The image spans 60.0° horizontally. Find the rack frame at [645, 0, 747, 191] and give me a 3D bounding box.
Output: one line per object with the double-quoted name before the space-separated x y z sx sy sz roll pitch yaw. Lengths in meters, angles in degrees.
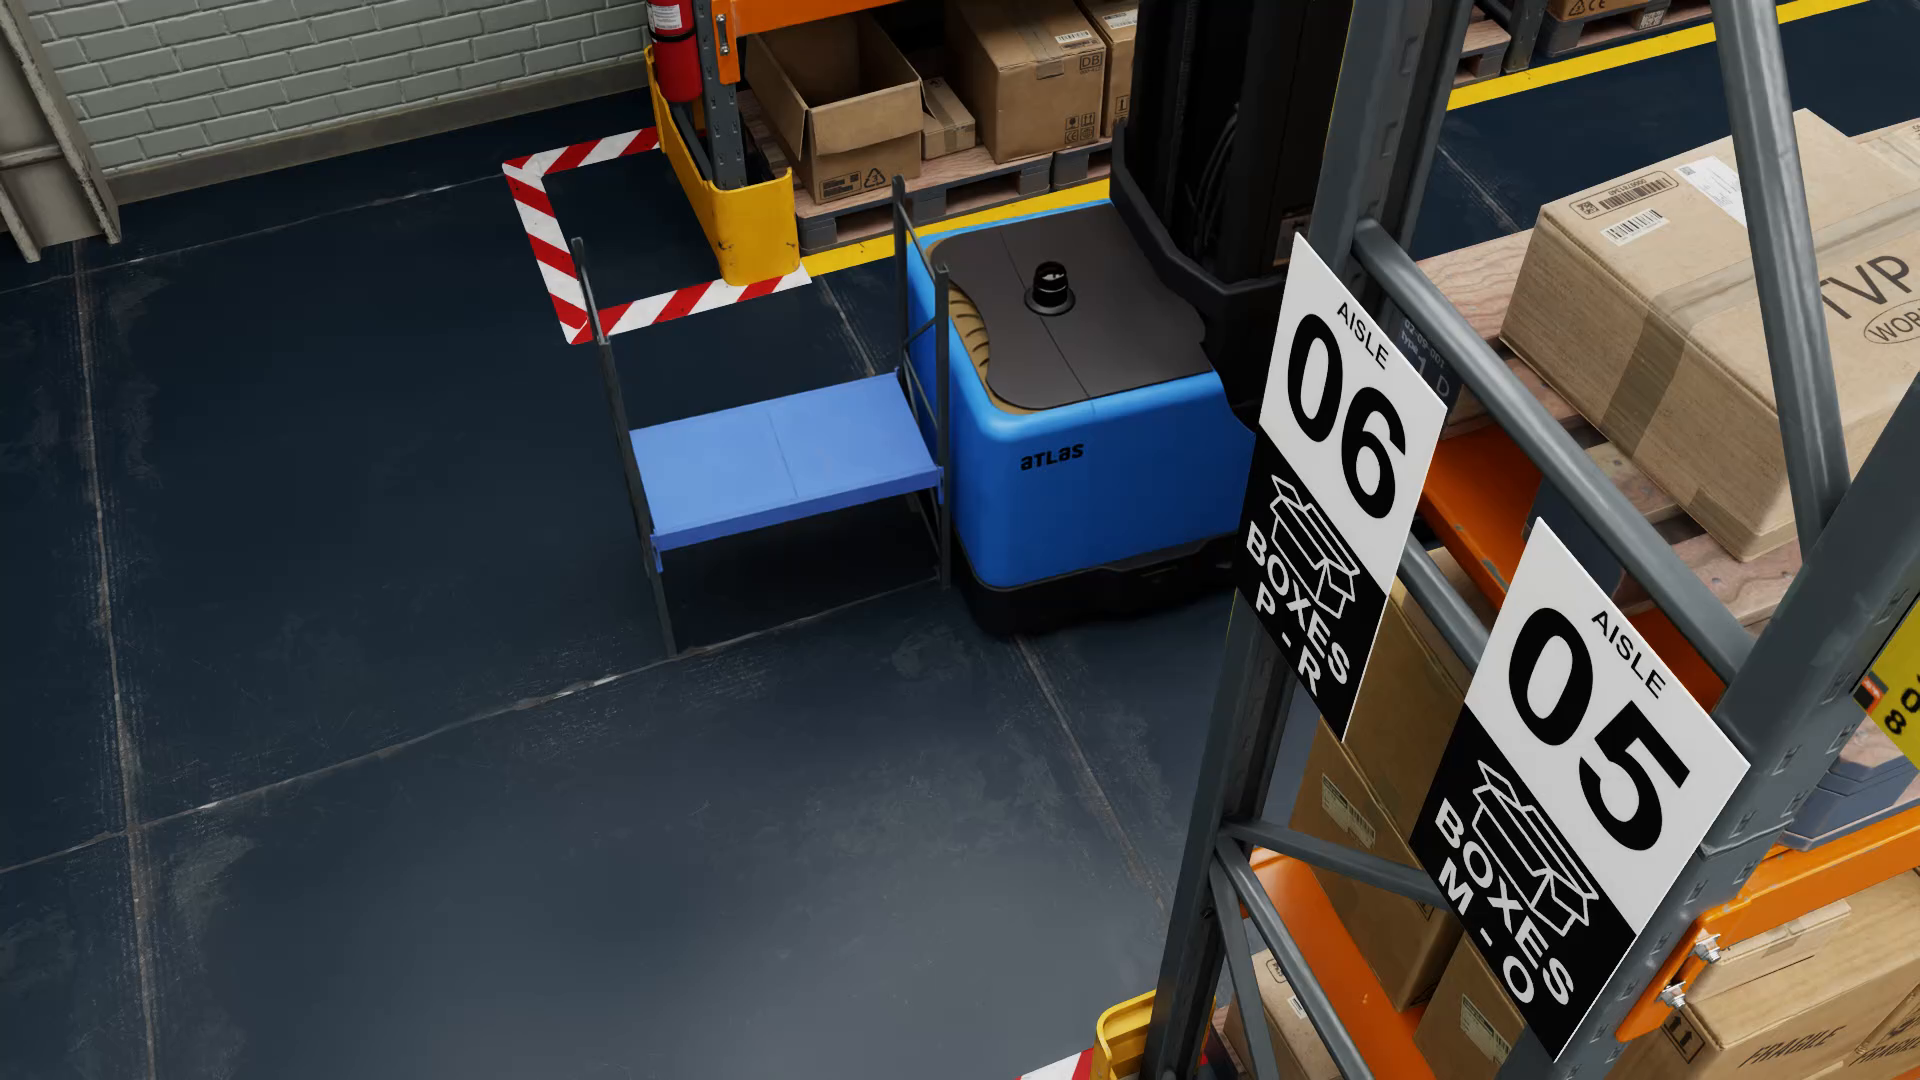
"rack frame" -1.131 -2.496 6.416 0.127 3.000 1.000 -17 52 -14

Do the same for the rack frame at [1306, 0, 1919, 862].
"rack frame" 0.750 -0.965 1.147 0.127 3.000 1.000 -17 52 -14

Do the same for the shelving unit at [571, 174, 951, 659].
"shelving unit" -0.609 -0.370 5.579 1.048 1.500 0.538 -14 51 -12

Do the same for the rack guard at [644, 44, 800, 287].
"rack guard" -1.060 -1.703 7.383 0.348 0.500 1.175 -17 52 -14

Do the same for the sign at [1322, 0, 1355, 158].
"sign" 0.557 -0.636 2.310 0.005 0.325 0.100 -17 52 -14

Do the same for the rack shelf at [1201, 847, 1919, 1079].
"rack shelf" 2.601 0.650 4.189 4.000 0.370 1.077 -17 52 -14

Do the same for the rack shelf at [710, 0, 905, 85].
"rack shelf" 0.721 -2.835 7.182 4.000 0.370 1.077 -17 52 -14

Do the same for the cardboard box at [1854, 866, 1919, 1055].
"cardboard box" 1.777 0.540 3.084 0.500 0.500 0.500 -18 52 -15

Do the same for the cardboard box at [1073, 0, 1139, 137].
"cardboard box" 0.805 -2.226 7.556 0.500 0.500 0.500 -16 51 -14

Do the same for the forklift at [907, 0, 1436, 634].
"forklift" 1.357 -1.289 5.425 3.031 2.935 1.130 -14 51 -12

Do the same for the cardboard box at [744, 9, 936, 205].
"cardboard box" -0.528 -1.928 7.297 0.637 0.503 0.797 -19 52 -16

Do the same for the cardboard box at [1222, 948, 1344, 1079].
"cardboard box" 1.323 1.428 4.459 0.875 0.438 0.875 -19 52 -15

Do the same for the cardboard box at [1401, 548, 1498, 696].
"cardboard box" 1.006 0.176 2.969 0.250 0.149 0.380 -17 51 -14

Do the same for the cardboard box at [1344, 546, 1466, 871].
"cardboard box" 1.106 0.325 3.268 0.500 0.500 0.500 -16 51 -13

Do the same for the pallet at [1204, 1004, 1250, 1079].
"pallet" 1.460 1.613 4.725 1.213 0.211 1.003 -17 52 -14

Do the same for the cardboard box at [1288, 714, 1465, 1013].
"cardboard box" 1.096 0.632 3.664 0.500 0.500 0.500 -17 51 -14

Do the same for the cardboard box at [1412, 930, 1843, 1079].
"cardboard box" 1.303 1.021 3.330 0.500 0.500 0.500 -18 52 -15

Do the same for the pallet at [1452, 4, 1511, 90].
"pallet" 1.936 -2.538 8.291 1.213 0.211 1.003 -17 52 -14

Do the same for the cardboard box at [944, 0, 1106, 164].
"cardboard box" 0.278 -2.145 7.486 0.500 0.500 0.700 -15 51 -13

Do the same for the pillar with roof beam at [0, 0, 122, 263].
"pillar with roof beam" -2.340 -1.286 1.423 0.400 9.000 9.100 -17 52 -14

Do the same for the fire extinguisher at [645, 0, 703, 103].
"fire extinguisher" -1.092 -1.982 6.272 0.183 0.674 0.296 -17 52 -14

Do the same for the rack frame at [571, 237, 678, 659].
"rack frame" -1.092 -0.251 5.477 0.032 1.500 0.500 -14 51 -12

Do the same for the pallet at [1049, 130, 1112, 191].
"pallet" 0.805 -2.185 7.988 1.213 0.211 1.003 -17 52 -14

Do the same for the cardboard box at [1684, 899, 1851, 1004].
"cardboard box" 1.183 0.512 2.680 0.250 0.149 0.380 -16 51 -13

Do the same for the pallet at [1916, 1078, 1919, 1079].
"pallet" 2.588 1.266 5.023 1.213 0.211 1.003 -17 52 -14

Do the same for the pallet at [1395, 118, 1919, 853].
"pallet" 1.433 -0.179 2.508 1.213 0.211 1.003 -17 52 -14

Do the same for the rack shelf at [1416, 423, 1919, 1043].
"rack shelf" 2.601 -0.327 3.051 4.000 0.370 1.077 -17 52 -14

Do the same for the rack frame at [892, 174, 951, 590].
"rack frame" -0.125 -0.489 5.682 0.032 1.500 0.500 -14 51 -12

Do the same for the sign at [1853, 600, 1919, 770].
"sign" 0.954 0.093 1.587 0.005 0.325 0.100 -17 52 -14

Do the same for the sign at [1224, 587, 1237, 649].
"sign" 0.557 0.150 3.225 0.005 0.325 0.100 -17 52 -14

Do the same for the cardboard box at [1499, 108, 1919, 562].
"cardboard box" 1.132 -0.301 2.310 0.500 0.250 0.500 -22 53 -18

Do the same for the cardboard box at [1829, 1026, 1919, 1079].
"cardboard box" 1.760 0.856 3.472 0.500 0.500 0.500 -18 52 -15

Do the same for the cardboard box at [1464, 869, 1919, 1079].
"cardboard box" 1.302 0.693 2.952 0.500 0.500 0.500 -18 52 -15

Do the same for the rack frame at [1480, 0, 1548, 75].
"rack frame" 2.572 -3.643 7.402 0.127 3.000 1.000 -17 52 -14

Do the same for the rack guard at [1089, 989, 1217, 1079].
"rack guard" 0.727 1.810 4.366 0.348 0.500 1.175 -17 52 -14

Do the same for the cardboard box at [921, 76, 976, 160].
"cardboard box" -0.120 -1.907 7.513 0.250 0.149 0.380 -19 52 -16

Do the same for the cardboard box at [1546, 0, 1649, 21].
"cardboard box" 3.105 -2.946 8.174 0.500 0.500 0.500 -15 51 -13

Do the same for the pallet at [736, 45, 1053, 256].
"pallet" -0.322 -1.838 7.690 1.213 0.211 1.003 -17 52 -14

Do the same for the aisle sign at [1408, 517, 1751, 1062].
"aisle sign" 0.793 0.367 2.244 0.004 0.787 0.394 -17 52 -14

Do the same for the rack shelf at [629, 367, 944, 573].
"rack shelf" -0.609 -0.253 5.716 1.000 0.185 0.538 -14 51 -12

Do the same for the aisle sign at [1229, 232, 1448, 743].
"aisle sign" 0.566 -0.055 2.606 0.004 0.787 0.394 -17 52 -14

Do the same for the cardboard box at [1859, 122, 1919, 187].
"cardboard box" 1.490 -0.444 2.500 0.250 0.149 0.380 -21 52 -17

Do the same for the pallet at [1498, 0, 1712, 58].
"pallet" 3.311 -2.995 8.683 1.213 0.211 1.003 -17 52 -14

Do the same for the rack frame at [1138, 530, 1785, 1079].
"rack frame" 0.750 0.989 3.423 0.127 3.000 1.000 -17 52 -14
